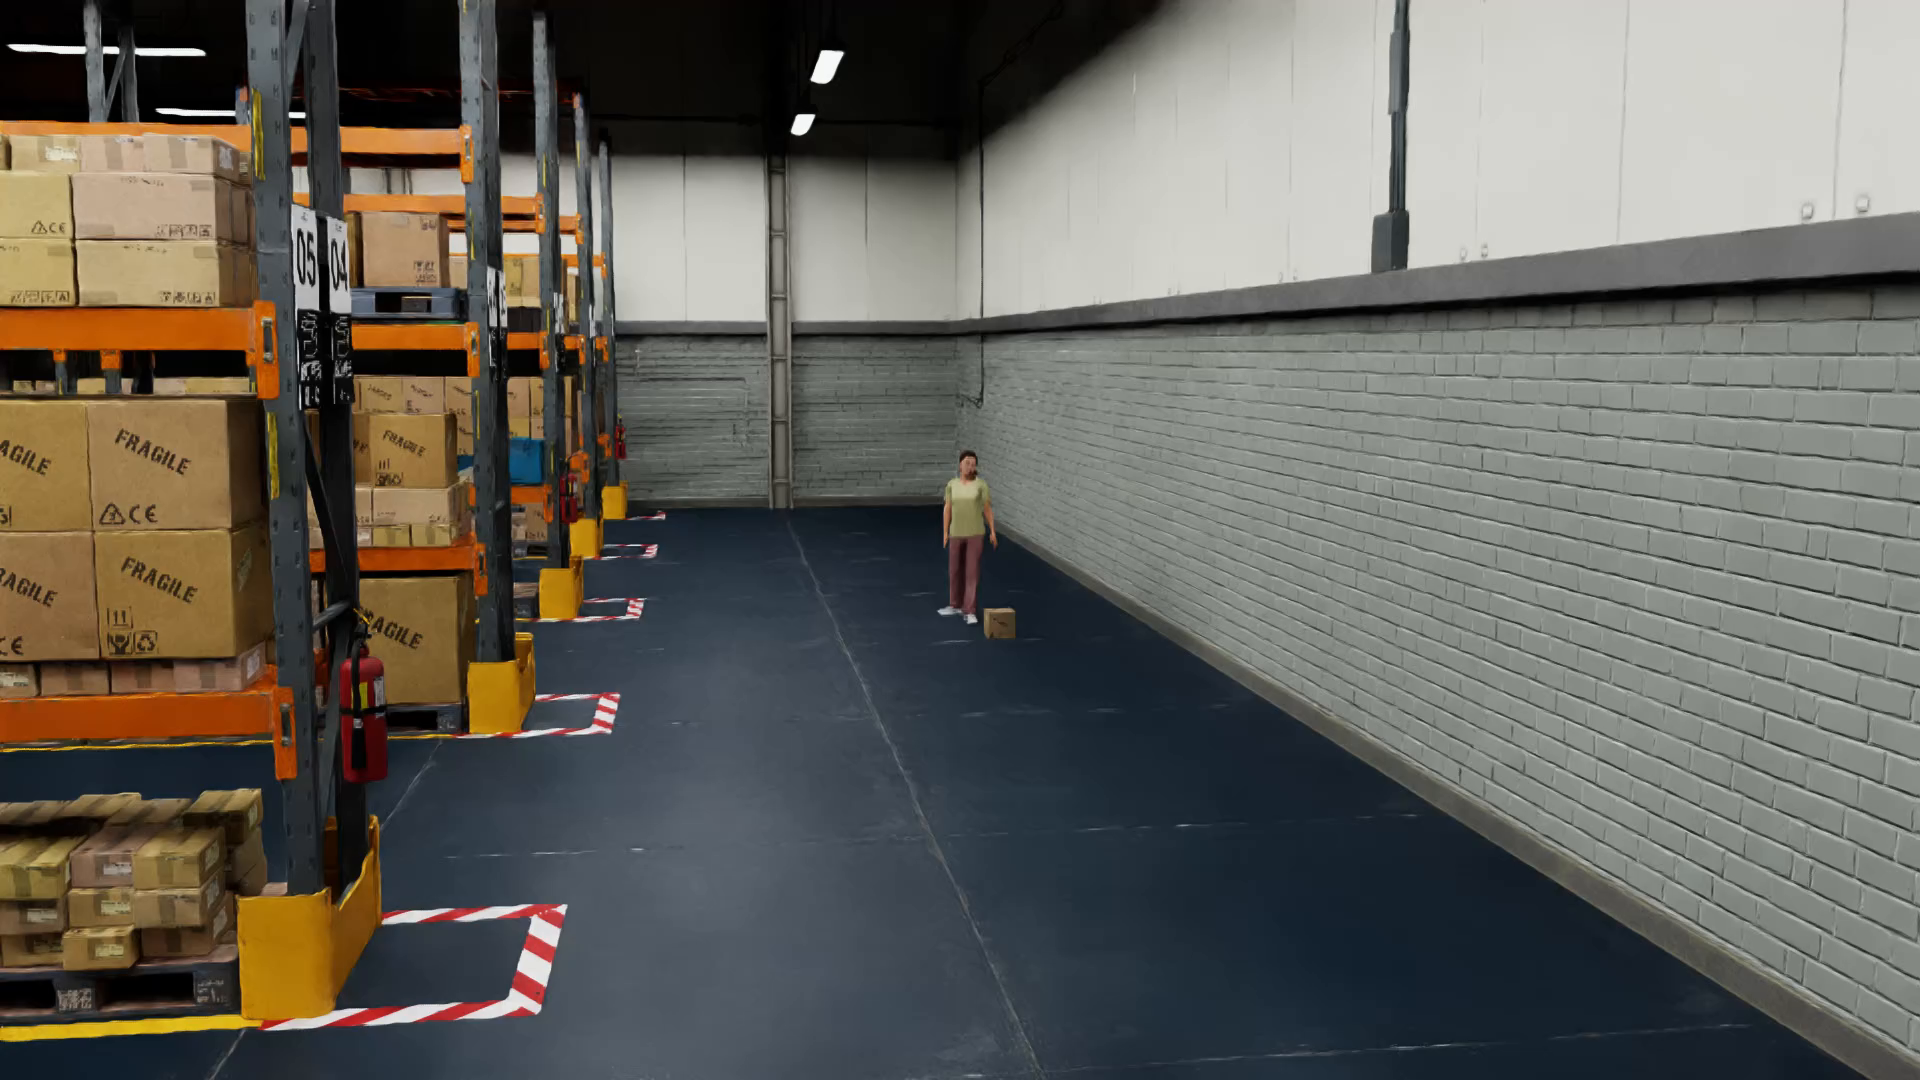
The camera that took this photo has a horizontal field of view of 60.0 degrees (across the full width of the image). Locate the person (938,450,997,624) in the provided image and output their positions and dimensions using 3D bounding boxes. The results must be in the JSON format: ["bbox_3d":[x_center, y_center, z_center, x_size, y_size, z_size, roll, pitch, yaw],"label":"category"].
[{"bbox_3d":[0.060,0.081,16.245,0.630,1.414,0.528,2,7,14],"label":"person"}]
